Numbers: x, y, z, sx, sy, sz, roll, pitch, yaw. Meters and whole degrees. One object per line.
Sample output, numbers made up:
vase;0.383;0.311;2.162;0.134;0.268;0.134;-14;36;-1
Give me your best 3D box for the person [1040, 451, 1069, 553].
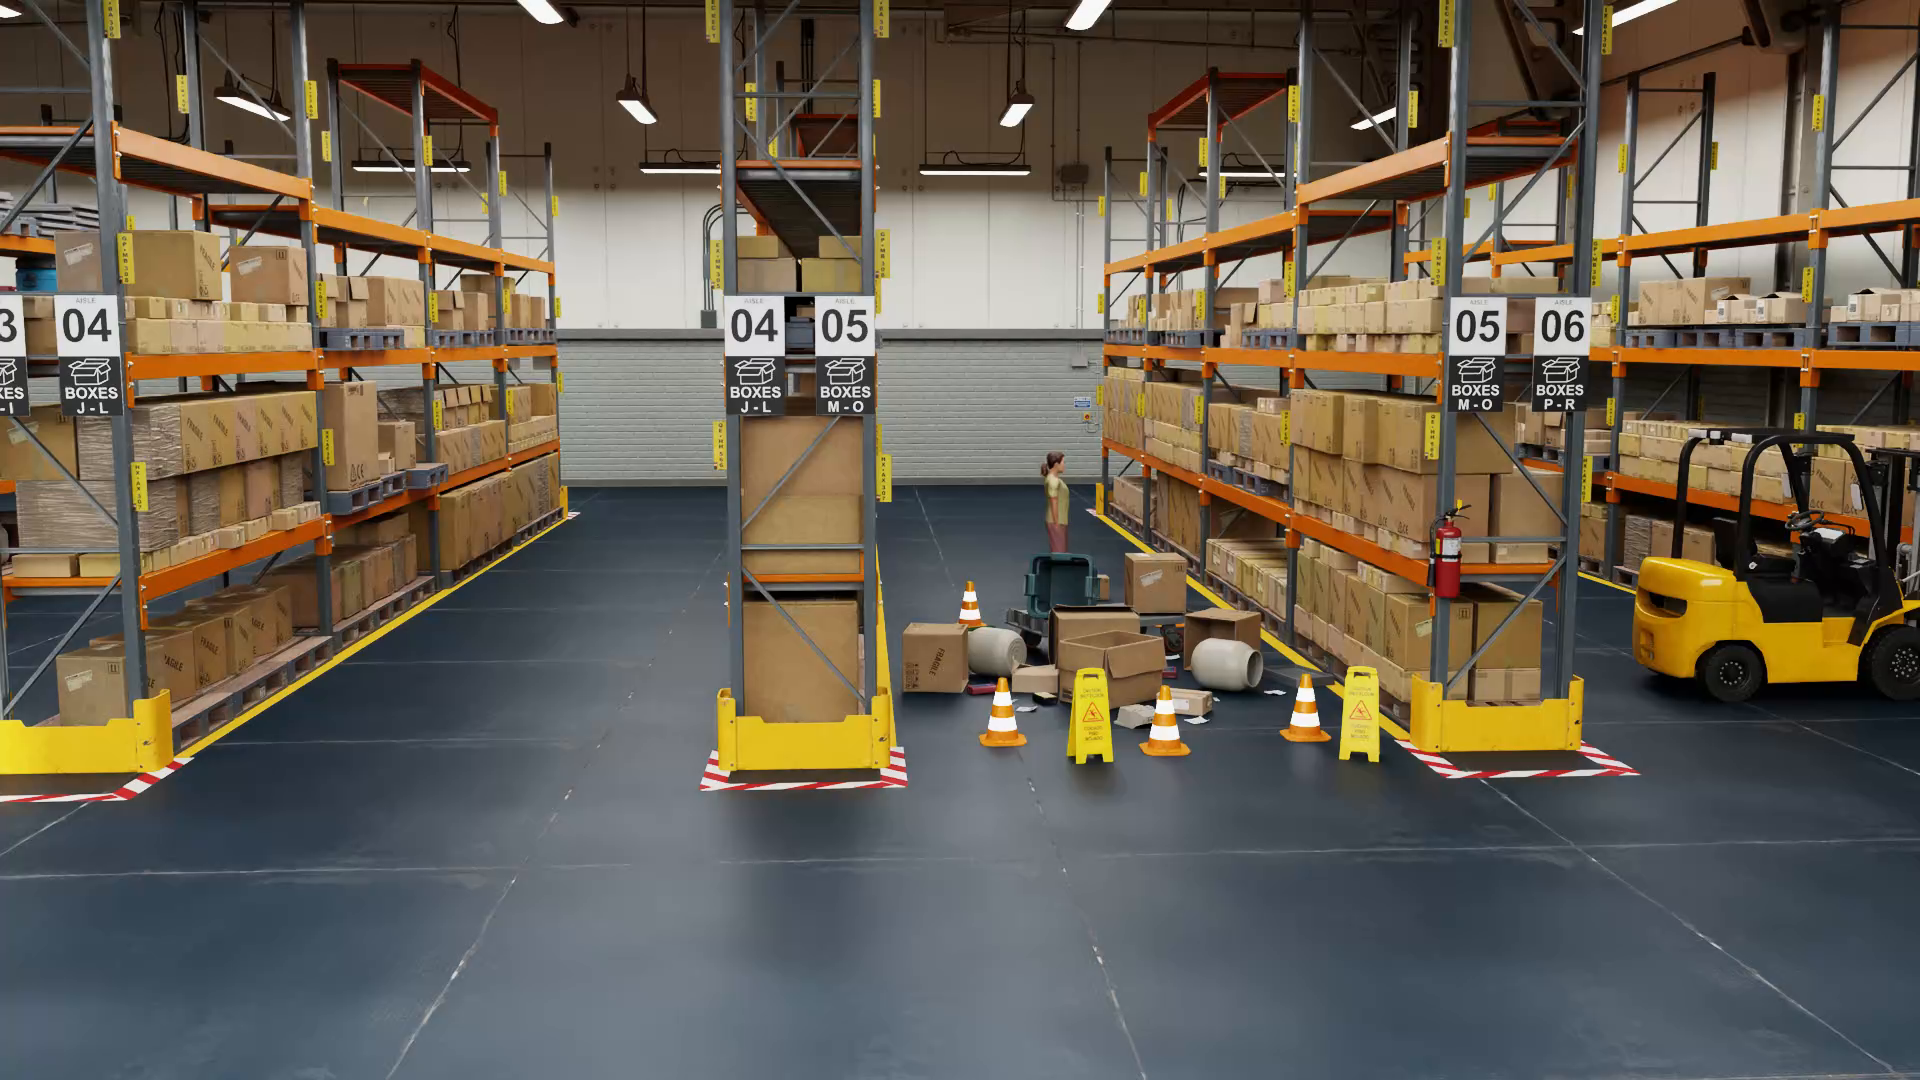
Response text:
person;1.070;-0.161;18.661;0.365;1.684;0.442;0;7;-2
